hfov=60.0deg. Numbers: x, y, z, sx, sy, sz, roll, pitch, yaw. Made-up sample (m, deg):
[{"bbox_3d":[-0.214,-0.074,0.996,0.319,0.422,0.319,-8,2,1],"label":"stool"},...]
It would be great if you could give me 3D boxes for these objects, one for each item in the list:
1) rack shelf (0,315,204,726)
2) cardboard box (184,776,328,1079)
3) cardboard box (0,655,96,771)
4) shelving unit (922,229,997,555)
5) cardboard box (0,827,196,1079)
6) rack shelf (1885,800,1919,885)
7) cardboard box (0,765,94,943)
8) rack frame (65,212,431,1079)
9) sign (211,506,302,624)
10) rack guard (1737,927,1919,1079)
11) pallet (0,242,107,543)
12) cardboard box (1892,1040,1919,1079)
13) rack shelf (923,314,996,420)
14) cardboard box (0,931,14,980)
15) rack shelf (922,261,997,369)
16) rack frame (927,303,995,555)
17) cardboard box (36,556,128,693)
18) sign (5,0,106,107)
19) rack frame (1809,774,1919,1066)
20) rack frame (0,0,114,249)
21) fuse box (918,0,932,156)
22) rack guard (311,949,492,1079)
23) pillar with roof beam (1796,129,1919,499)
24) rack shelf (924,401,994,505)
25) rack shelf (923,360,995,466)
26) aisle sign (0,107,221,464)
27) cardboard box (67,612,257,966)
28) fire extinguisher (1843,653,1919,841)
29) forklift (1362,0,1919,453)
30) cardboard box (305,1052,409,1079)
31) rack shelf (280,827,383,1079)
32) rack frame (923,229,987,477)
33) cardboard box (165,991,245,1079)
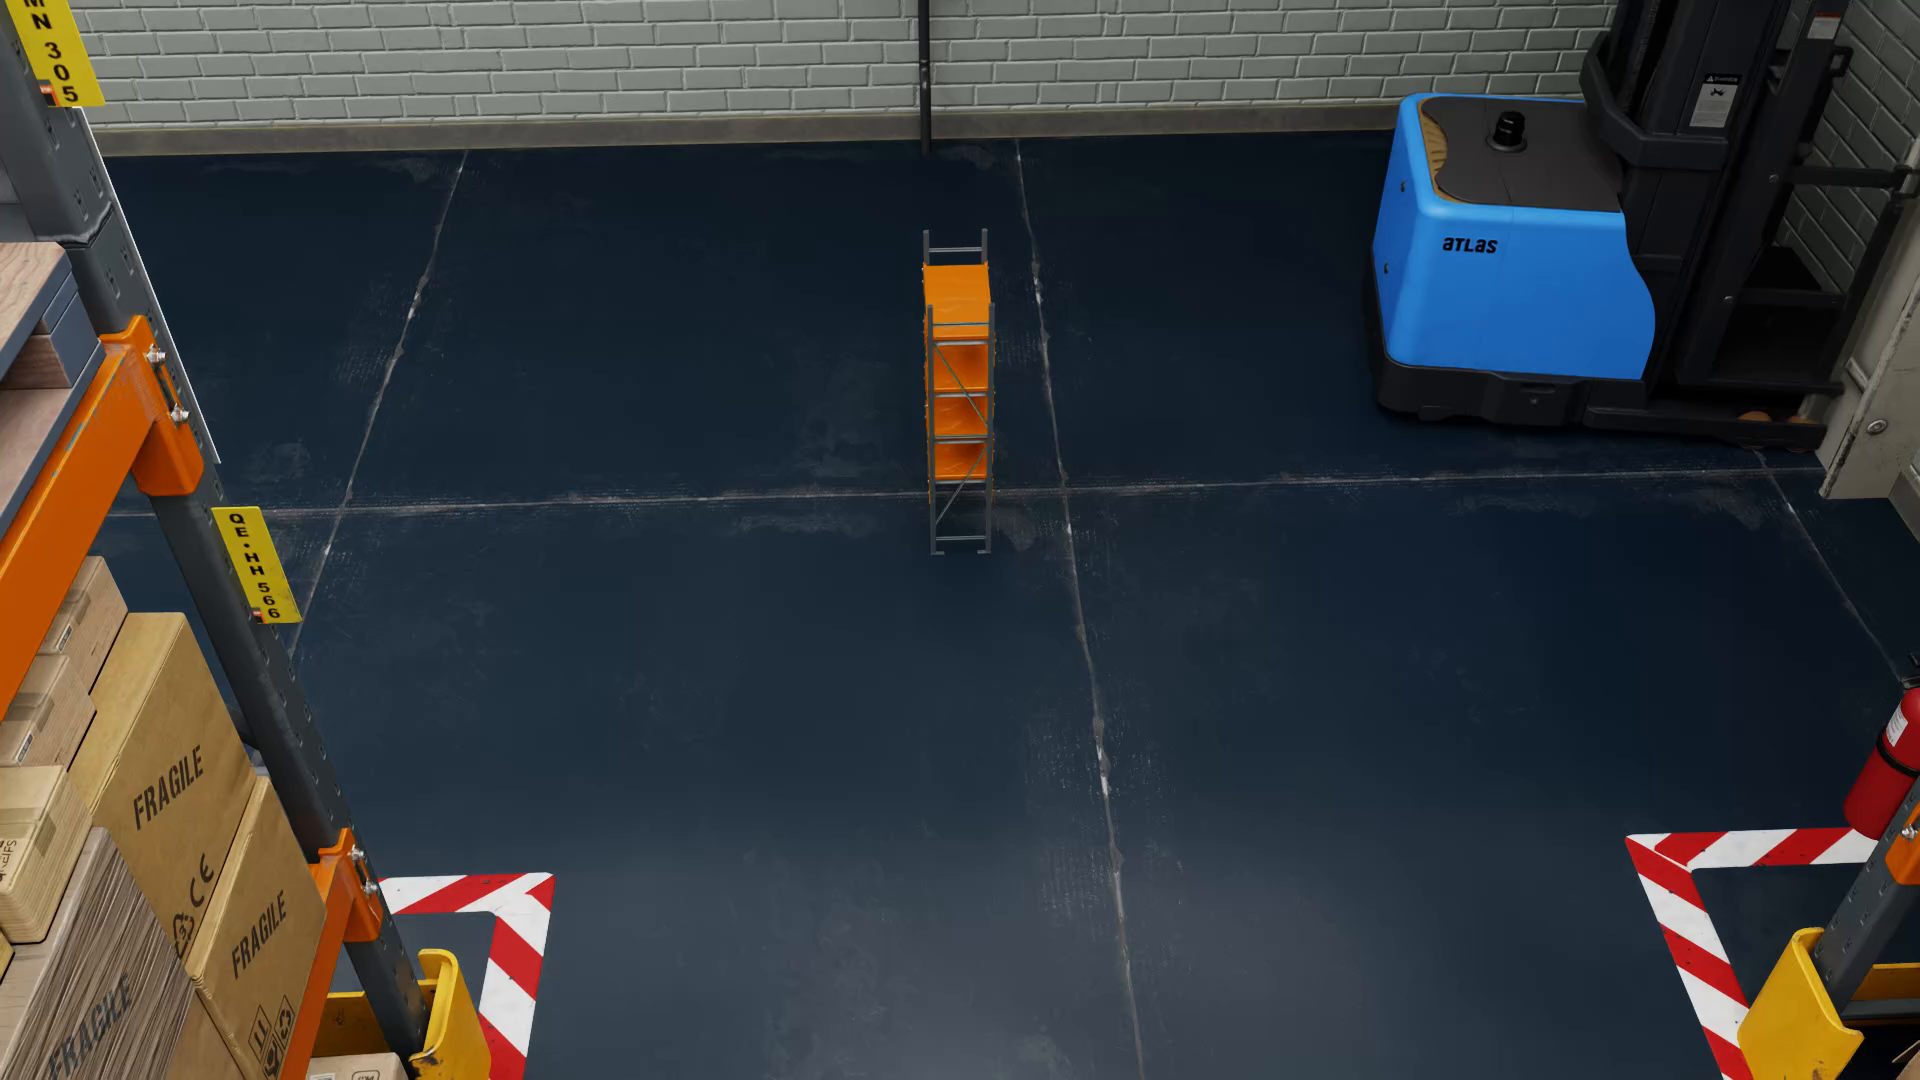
[{"bbox_3d":[-1.912,1.086,1.658,1.077,0.370,4.000,-2,43,-2],"label":"rack shelf"},{"bbox_3d":[-1.712,0.857,3.521,0.500,0.500,0.500,-1,43,-2],"label":"cardboard box"},{"bbox_3d":[-1.747,0.339,2.867,0.380,0.149,0.250,-1,43,-1],"label":"cardboard box"},{"bbox_3d":[-0.007,-0.554,6.466,0.258,1.200,0.503,-2,43,-2],"label":"shelving unit"},{"bbox_3d":[-1.687,0.841,2.798,0.500,0.500,0.500,-2,43,-2],"label":"cardboard box"},{"bbox_3d":[3.047,2.046,2.830,1.077,0.370,4.000,-2,43,-2],"label":"rack shelf"},{"bbox_3d":[-1.652,0.511,2.679,0.380,0.149,0.250,-2,43,-2],"label":"cardboard box"},{"bbox_3d":[-1.997,0.576,3.902,1.000,3.000,0.127,-2,43,-2],"label":"rack frame"},{"bbox_3d":[-1.454,0.056,3.437,0.100,0.325,0.005,-2,43,-2],"label":"sign"},{"bbox_3d":[2.965,1.404,4.848,1.175,0.500,0.348,-2,43,-2],"label":"rack guard"},{"bbox_3d":[-1.955,0.003,2.372,1.003,0.211,1.213,-2,43,-2],"label":"pallet"},{"bbox_3d":[2.893,1.612,4.308,0.797,0.503,0.637,-3,43,-3],"label":"cardboard box"},{"bbox_3d":[-0.007,-0.669,6.361,0.258,0.148,0.480,-2,43,-2],"label":"rack shelf"},{"bbox_3d":[-1.682,0.682,2.492,0.380,0.149,0.250,-1,43,-1],"label":"cardboard box"},{"bbox_3d":[-0.007,-0.844,6.201,0.258,0.148,0.480,-2,43,-2],"label":"rack shelf"},{"bbox_3d":[0.003,-0.389,6.287,0.240,1.200,0.015,-2,43,-2],"label":"rack frame"},{"bbox_3d":[-1.782,0.168,3.053,0.380,0.149,0.250,-1,43,-1],"label":"cardboard box"},{"bbox_3d":[-1.454,-0.833,2.622,0.100,0.325,0.005,-2,43,-2],"label":"sign"},{"bbox_3d":[2.962,0.431,4.060,1.000,3.000,0.127,-2,43,-2],"label":"rack frame"},{"bbox_3d":[-1.997,-1.636,1.875,1.000,3.000,0.127,-2,43,-2],"label":"rack frame"},{"bbox_3d":[-0.155,-2.717,8.448,0.539,1.711,0.414,-2,43,-2],"label":"fuse box"},{"bbox_3d":[-1.998,1.481,4.764,1.175,0.500,0.348,-2,43,-2],"label":"rack guard"},{"bbox_3d":[-0.553,-3.503,3.912,9.100,9.000,0.400,-2,43,-2],"label":"pillar with roof beam"},{"bbox_3d":[-0.007,-0.358,6.646,0.258,0.148,0.480,-2,43,-2],"label":"rack shelf"},{"bbox_3d":[-0.007,-0.504,6.512,0.258,0.148,0.480,-2,43,-2],"label":"rack shelf"},{"bbox_3d":[-1.690,-0.440,3.086,0.394,0.787,0.004,-2,43,-2],"label":"aisle sign"},{"bbox_3d":[-1.739,0.489,3.182,0.500,0.500,0.500,0,43,0],"label":"cardboard box"},{"bbox_3d":[2.494,0.511,4.306,0.296,0.674,0.183,-2,43,-2],"label":"fire extinguisher"},{"bbox_3d":[3.382,-1.836,6.584,3.031,2.935,1.130,4,43,5],"label":"forklift"},{"bbox_3d":[-1.869,1.808,4.143,0.875,0.438,0.875,-3,43,-3],"label":"cardboard box"},{"bbox_3d":[-1.912,2.191,2.672,1.077,0.370,4.000,-2,43,-2],"label":"rack shelf"},{"bbox_3d":[-0.017,-0.719,6.646,0.240,1.200,0.015,-2,43,-2],"label":"rack frame"},{"bbox_3d":[-1.706,1.196,3.151,0.500,0.500,0.500,-2,43,-3],"label":"cardboard box"}]
